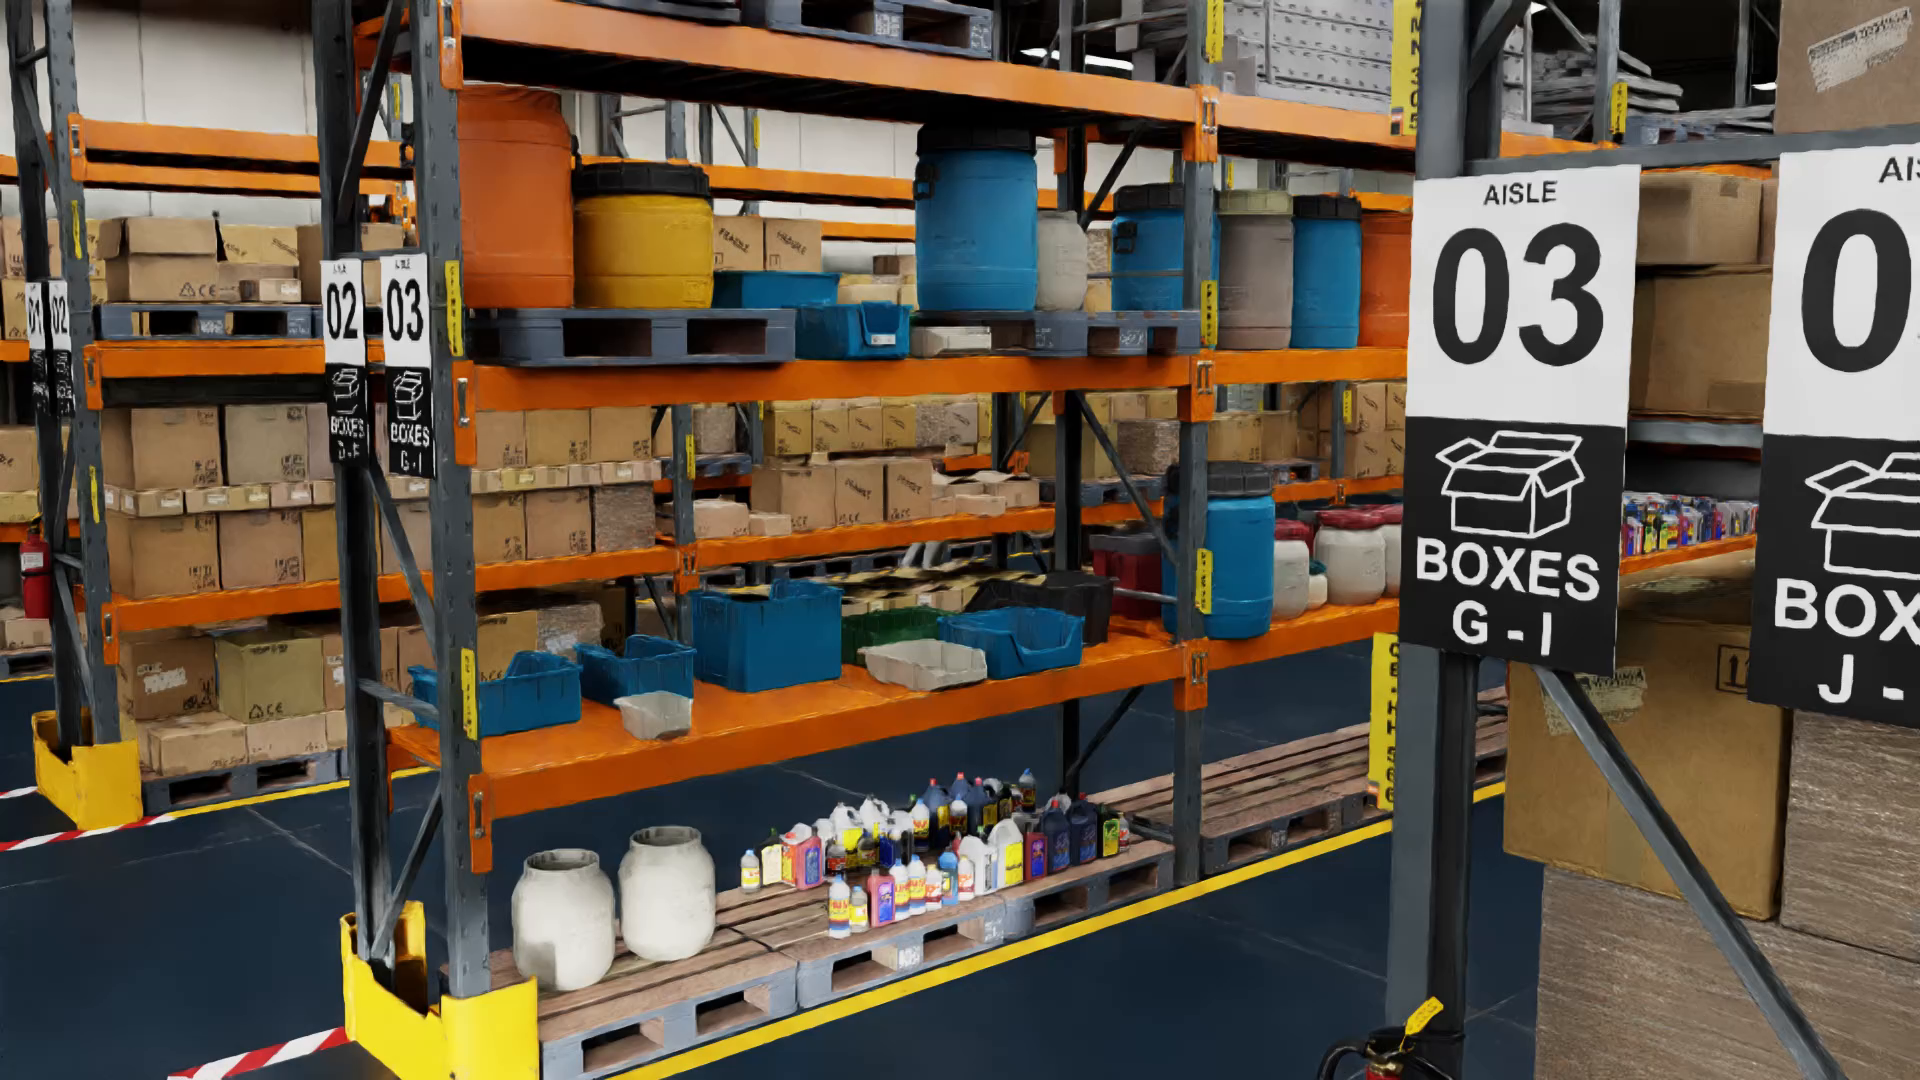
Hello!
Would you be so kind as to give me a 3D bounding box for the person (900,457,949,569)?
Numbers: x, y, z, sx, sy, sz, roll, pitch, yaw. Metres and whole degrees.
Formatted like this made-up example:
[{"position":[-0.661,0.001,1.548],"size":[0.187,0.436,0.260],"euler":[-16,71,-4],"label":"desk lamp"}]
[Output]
[{"position":[-0.305,0.007,16.396],"size":[0.473,1.641,0.624],"euler":[-6,9,-37],"label":"person"}]
